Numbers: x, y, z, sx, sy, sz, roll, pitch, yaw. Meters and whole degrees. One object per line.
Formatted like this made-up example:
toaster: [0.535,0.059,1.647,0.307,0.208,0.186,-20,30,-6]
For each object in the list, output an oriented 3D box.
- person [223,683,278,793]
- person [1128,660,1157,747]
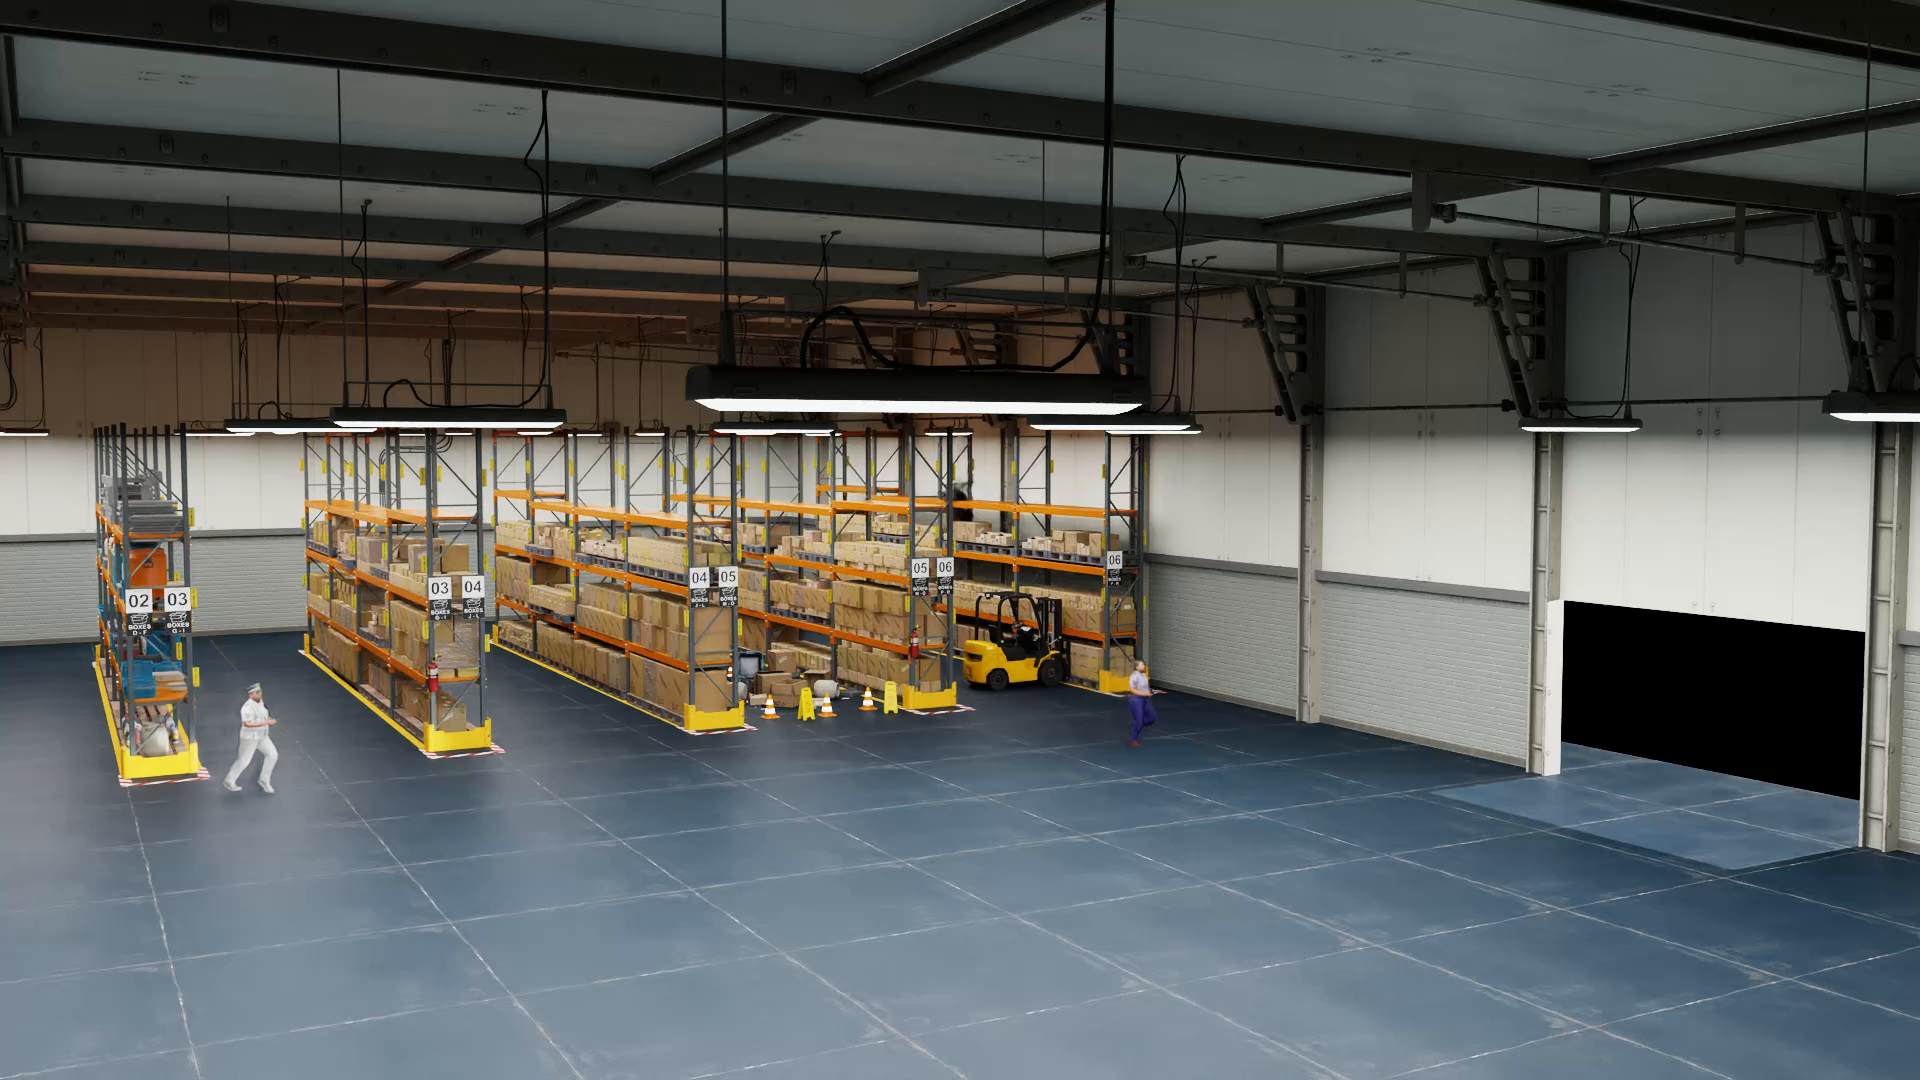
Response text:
person: [-11.430,3.216,26.896,0.914,1.834,0.673,1,4,11]
person: [3.386,3.044,30.991,0.522,1.606,0.657,2,4,32]
